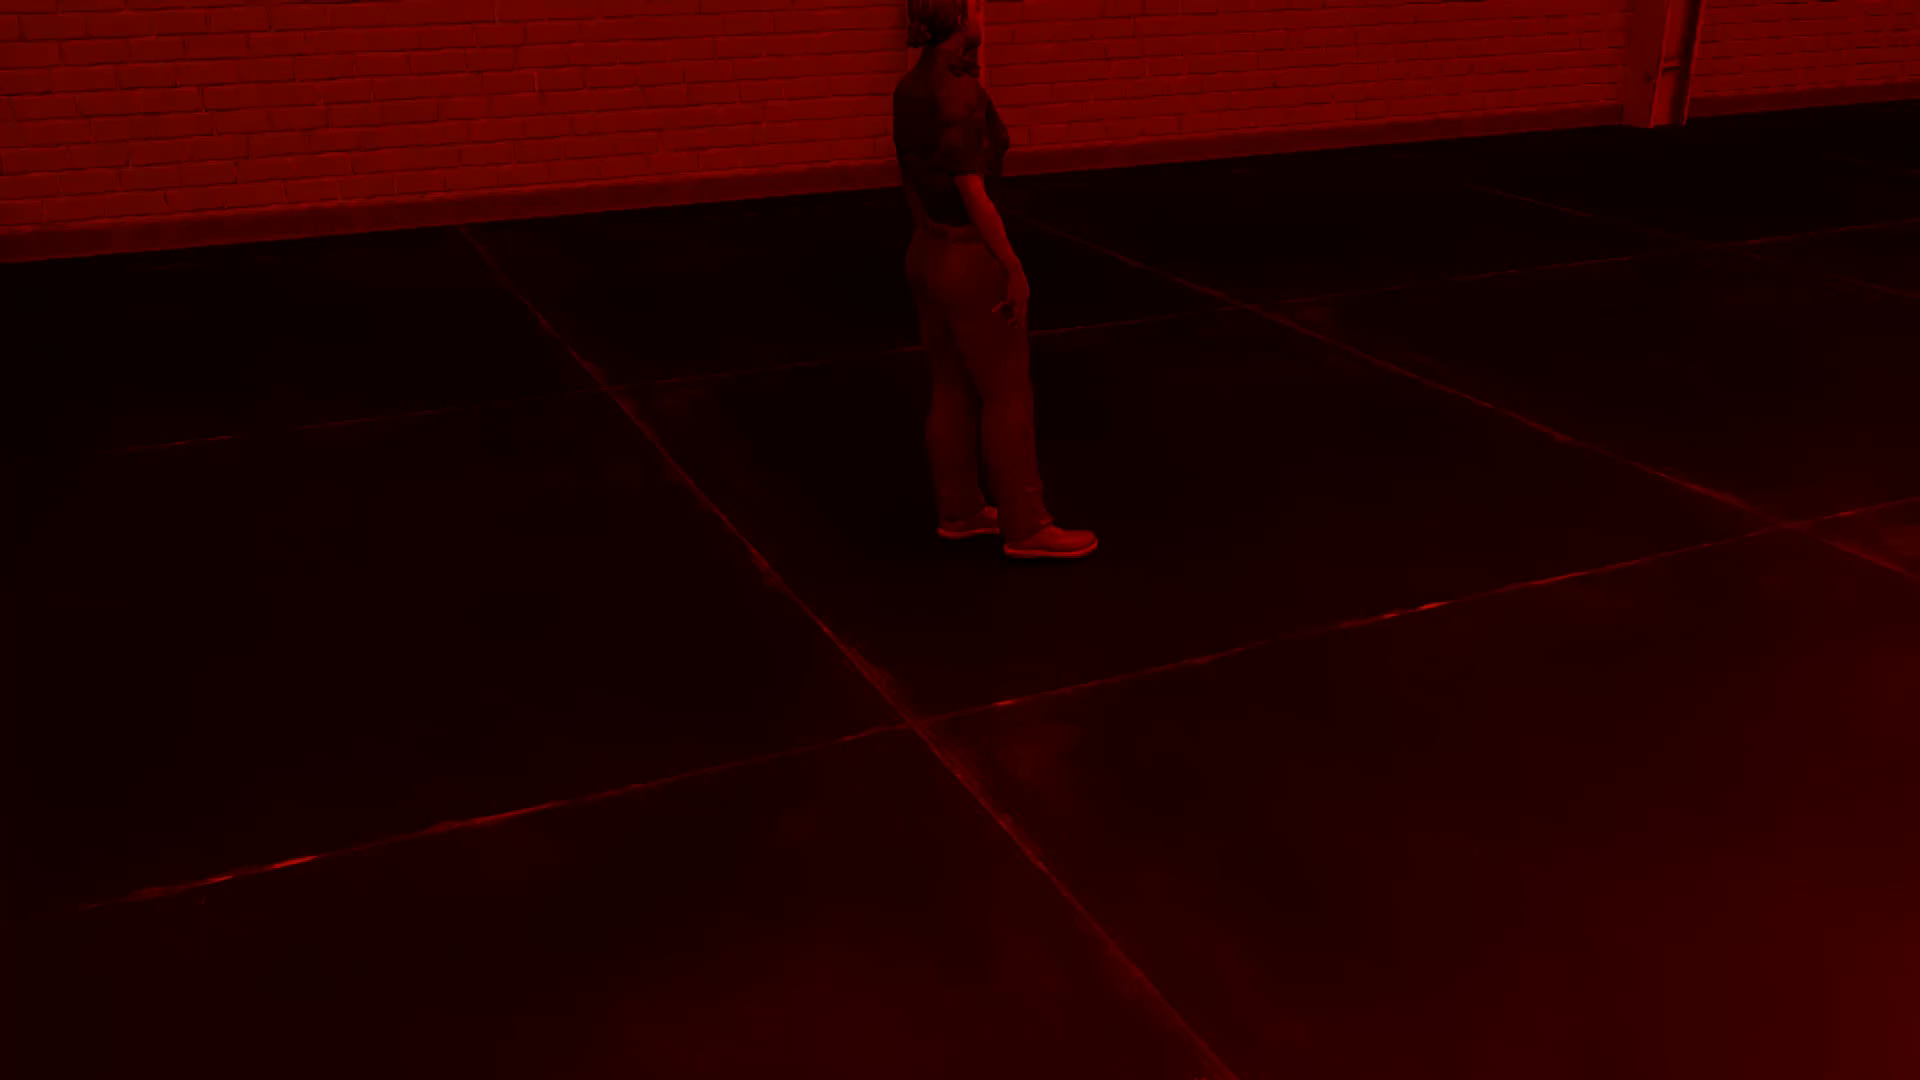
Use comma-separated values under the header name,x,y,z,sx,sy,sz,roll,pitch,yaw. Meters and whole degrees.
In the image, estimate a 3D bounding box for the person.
name,x,y,z,sx,sy,sz,roll,pitch,yaw
person,0.088,-0.778,4.805,0.503,1.654,0.570,-10,25,-23
